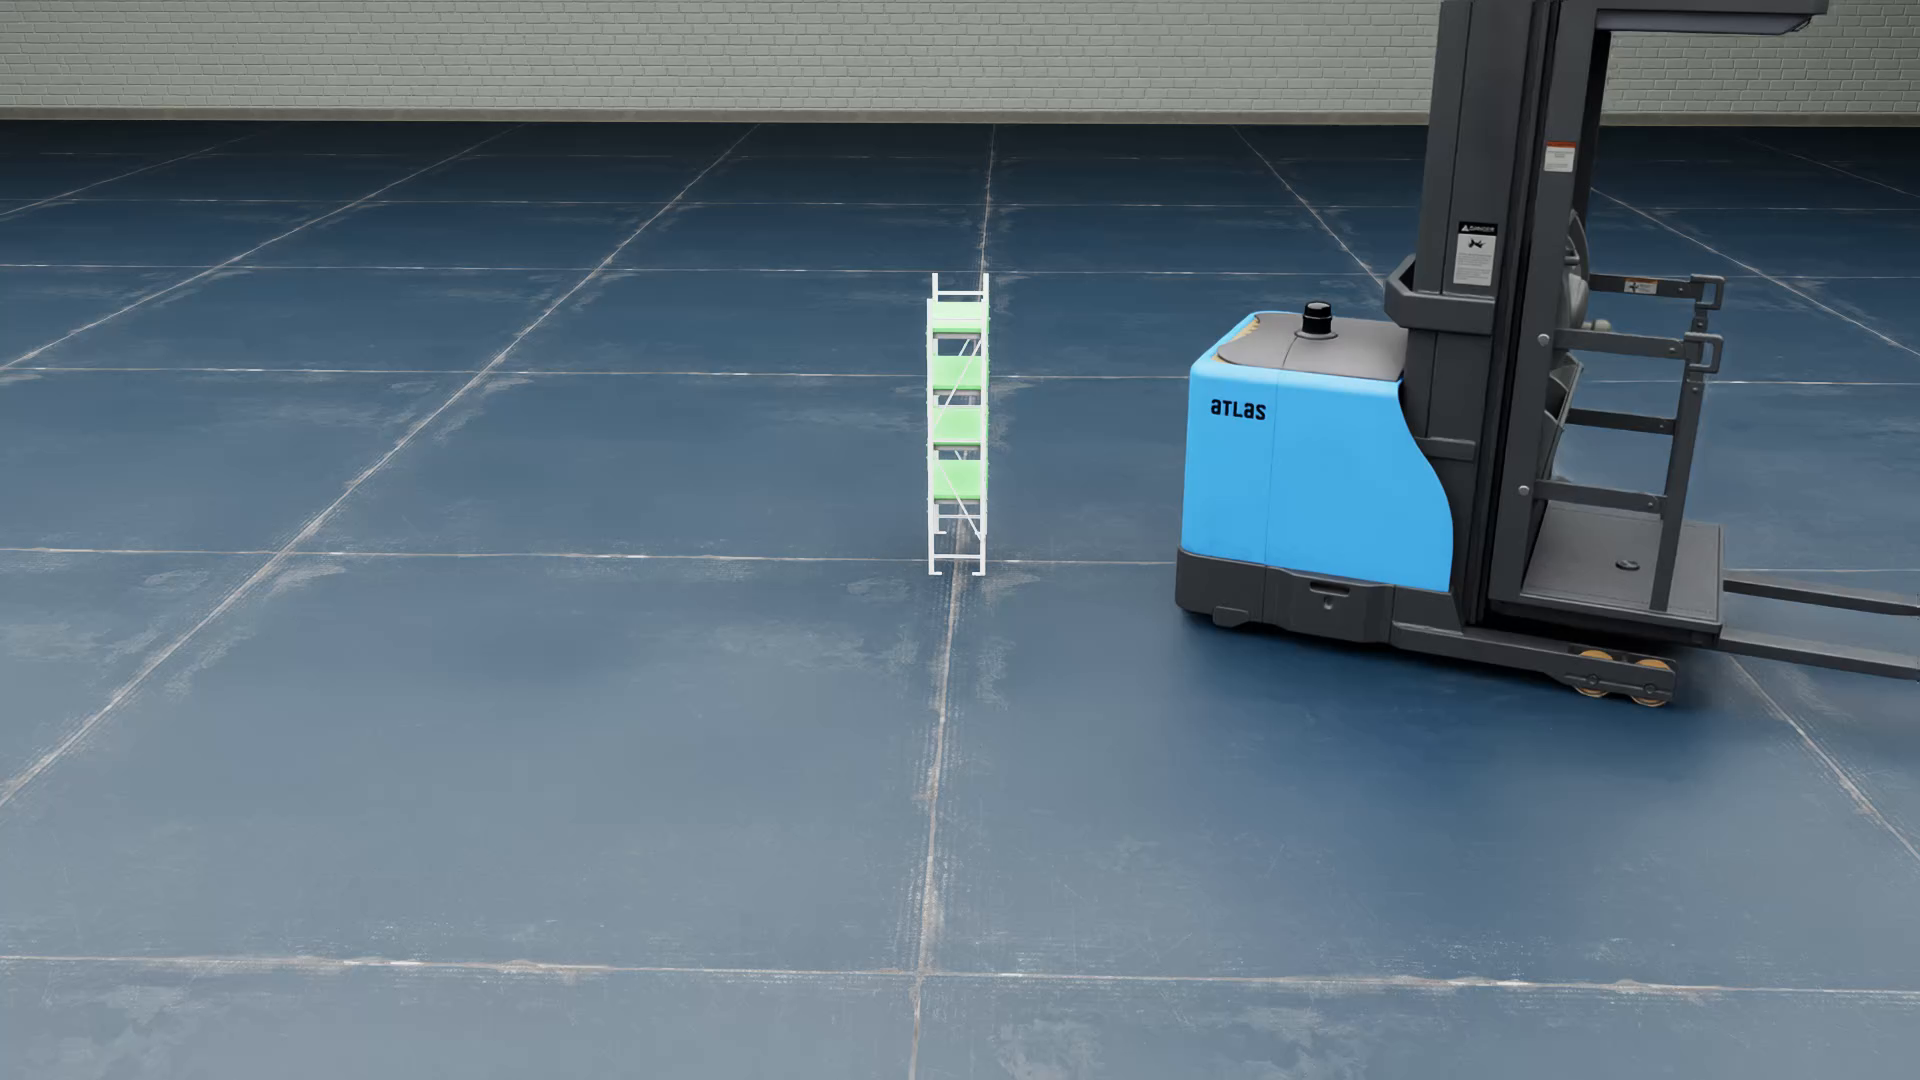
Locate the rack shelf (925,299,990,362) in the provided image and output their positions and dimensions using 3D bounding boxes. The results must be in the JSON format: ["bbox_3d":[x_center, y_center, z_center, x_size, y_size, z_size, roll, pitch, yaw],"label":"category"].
[{"bbox_3d":[-0.005,-0.887,7.007,0.258,0.148,0.480,1,21,2],"label":"rack shelf"}]

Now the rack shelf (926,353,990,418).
[{"bbox_3d":[-0.005,-0.664,7.094,0.258,0.148,0.480,1,21,2],"label":"rack shelf"}]

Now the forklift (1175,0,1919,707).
[{"bbox_3d":[2.429,-0.986,6.017,3.031,2.935,1.130,9,23,22],"label":"forklift"}]

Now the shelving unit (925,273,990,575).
[{"bbox_3d":[-0.005,-0.500,7.158,0.258,1.200,0.503,1,21,2],"label":"shelving unit"}]

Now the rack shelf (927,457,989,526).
[{"bbox_3d":[-0.005,-0.216,7.268,0.258,0.148,0.480,1,21,2],"label":"rack shelf"}]

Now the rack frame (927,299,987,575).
[{"bbox_3d":[-0.012,-0.411,6.930,0.240,1.200,0.015,1,21,2],"label":"rack frame"}]

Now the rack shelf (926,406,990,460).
[{"bbox_3d":[-0.005,-0.440,7.181,0.258,0.148,0.480,1,21,2],"label":"rack shelf"}]

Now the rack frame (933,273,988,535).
[{"bbox_3d":[0.002,-0.588,7.385,0.240,1.200,0.015,1,21,2],"label":"rack frame"}]
